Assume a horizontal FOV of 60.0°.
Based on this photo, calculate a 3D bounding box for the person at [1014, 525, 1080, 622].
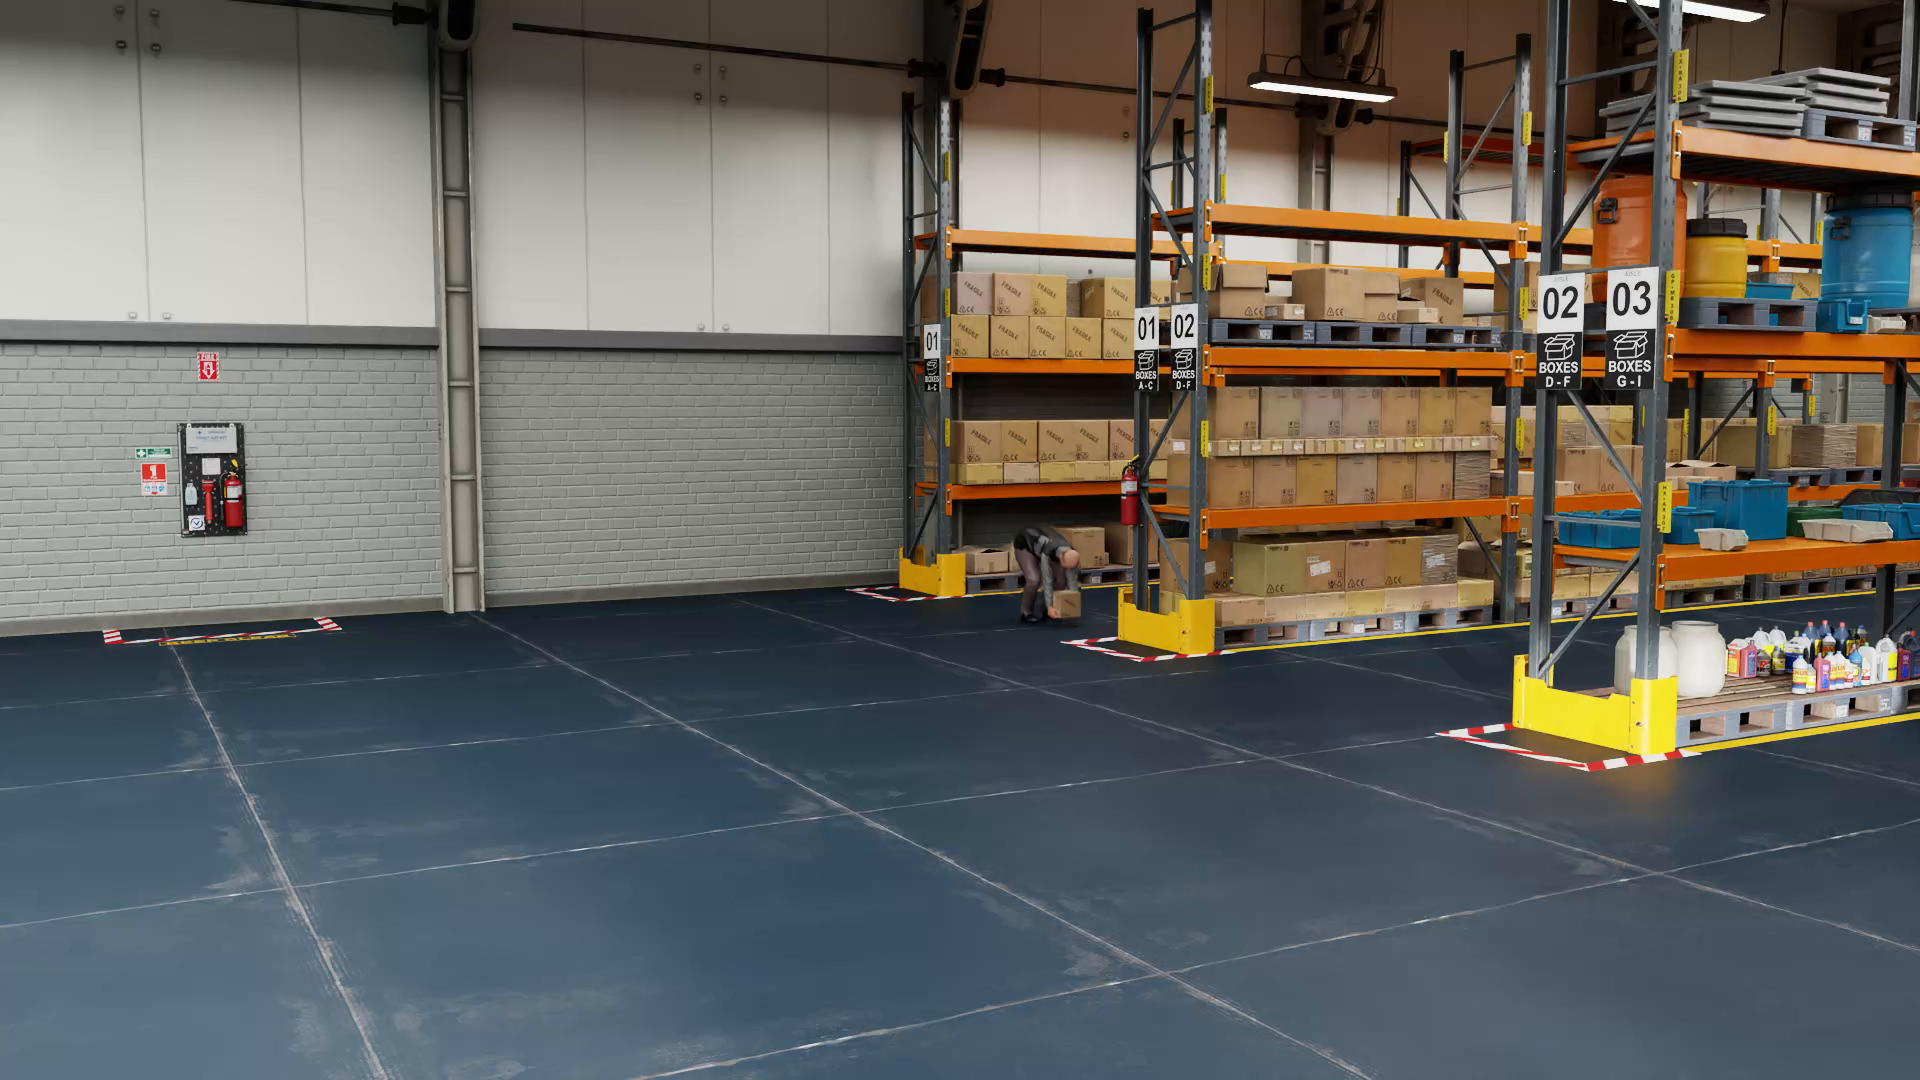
[{"bbox_3d":[0.942,0.358,17.344,0.503,1.014,0.948,-3,6,-32],"label":"person"}]
